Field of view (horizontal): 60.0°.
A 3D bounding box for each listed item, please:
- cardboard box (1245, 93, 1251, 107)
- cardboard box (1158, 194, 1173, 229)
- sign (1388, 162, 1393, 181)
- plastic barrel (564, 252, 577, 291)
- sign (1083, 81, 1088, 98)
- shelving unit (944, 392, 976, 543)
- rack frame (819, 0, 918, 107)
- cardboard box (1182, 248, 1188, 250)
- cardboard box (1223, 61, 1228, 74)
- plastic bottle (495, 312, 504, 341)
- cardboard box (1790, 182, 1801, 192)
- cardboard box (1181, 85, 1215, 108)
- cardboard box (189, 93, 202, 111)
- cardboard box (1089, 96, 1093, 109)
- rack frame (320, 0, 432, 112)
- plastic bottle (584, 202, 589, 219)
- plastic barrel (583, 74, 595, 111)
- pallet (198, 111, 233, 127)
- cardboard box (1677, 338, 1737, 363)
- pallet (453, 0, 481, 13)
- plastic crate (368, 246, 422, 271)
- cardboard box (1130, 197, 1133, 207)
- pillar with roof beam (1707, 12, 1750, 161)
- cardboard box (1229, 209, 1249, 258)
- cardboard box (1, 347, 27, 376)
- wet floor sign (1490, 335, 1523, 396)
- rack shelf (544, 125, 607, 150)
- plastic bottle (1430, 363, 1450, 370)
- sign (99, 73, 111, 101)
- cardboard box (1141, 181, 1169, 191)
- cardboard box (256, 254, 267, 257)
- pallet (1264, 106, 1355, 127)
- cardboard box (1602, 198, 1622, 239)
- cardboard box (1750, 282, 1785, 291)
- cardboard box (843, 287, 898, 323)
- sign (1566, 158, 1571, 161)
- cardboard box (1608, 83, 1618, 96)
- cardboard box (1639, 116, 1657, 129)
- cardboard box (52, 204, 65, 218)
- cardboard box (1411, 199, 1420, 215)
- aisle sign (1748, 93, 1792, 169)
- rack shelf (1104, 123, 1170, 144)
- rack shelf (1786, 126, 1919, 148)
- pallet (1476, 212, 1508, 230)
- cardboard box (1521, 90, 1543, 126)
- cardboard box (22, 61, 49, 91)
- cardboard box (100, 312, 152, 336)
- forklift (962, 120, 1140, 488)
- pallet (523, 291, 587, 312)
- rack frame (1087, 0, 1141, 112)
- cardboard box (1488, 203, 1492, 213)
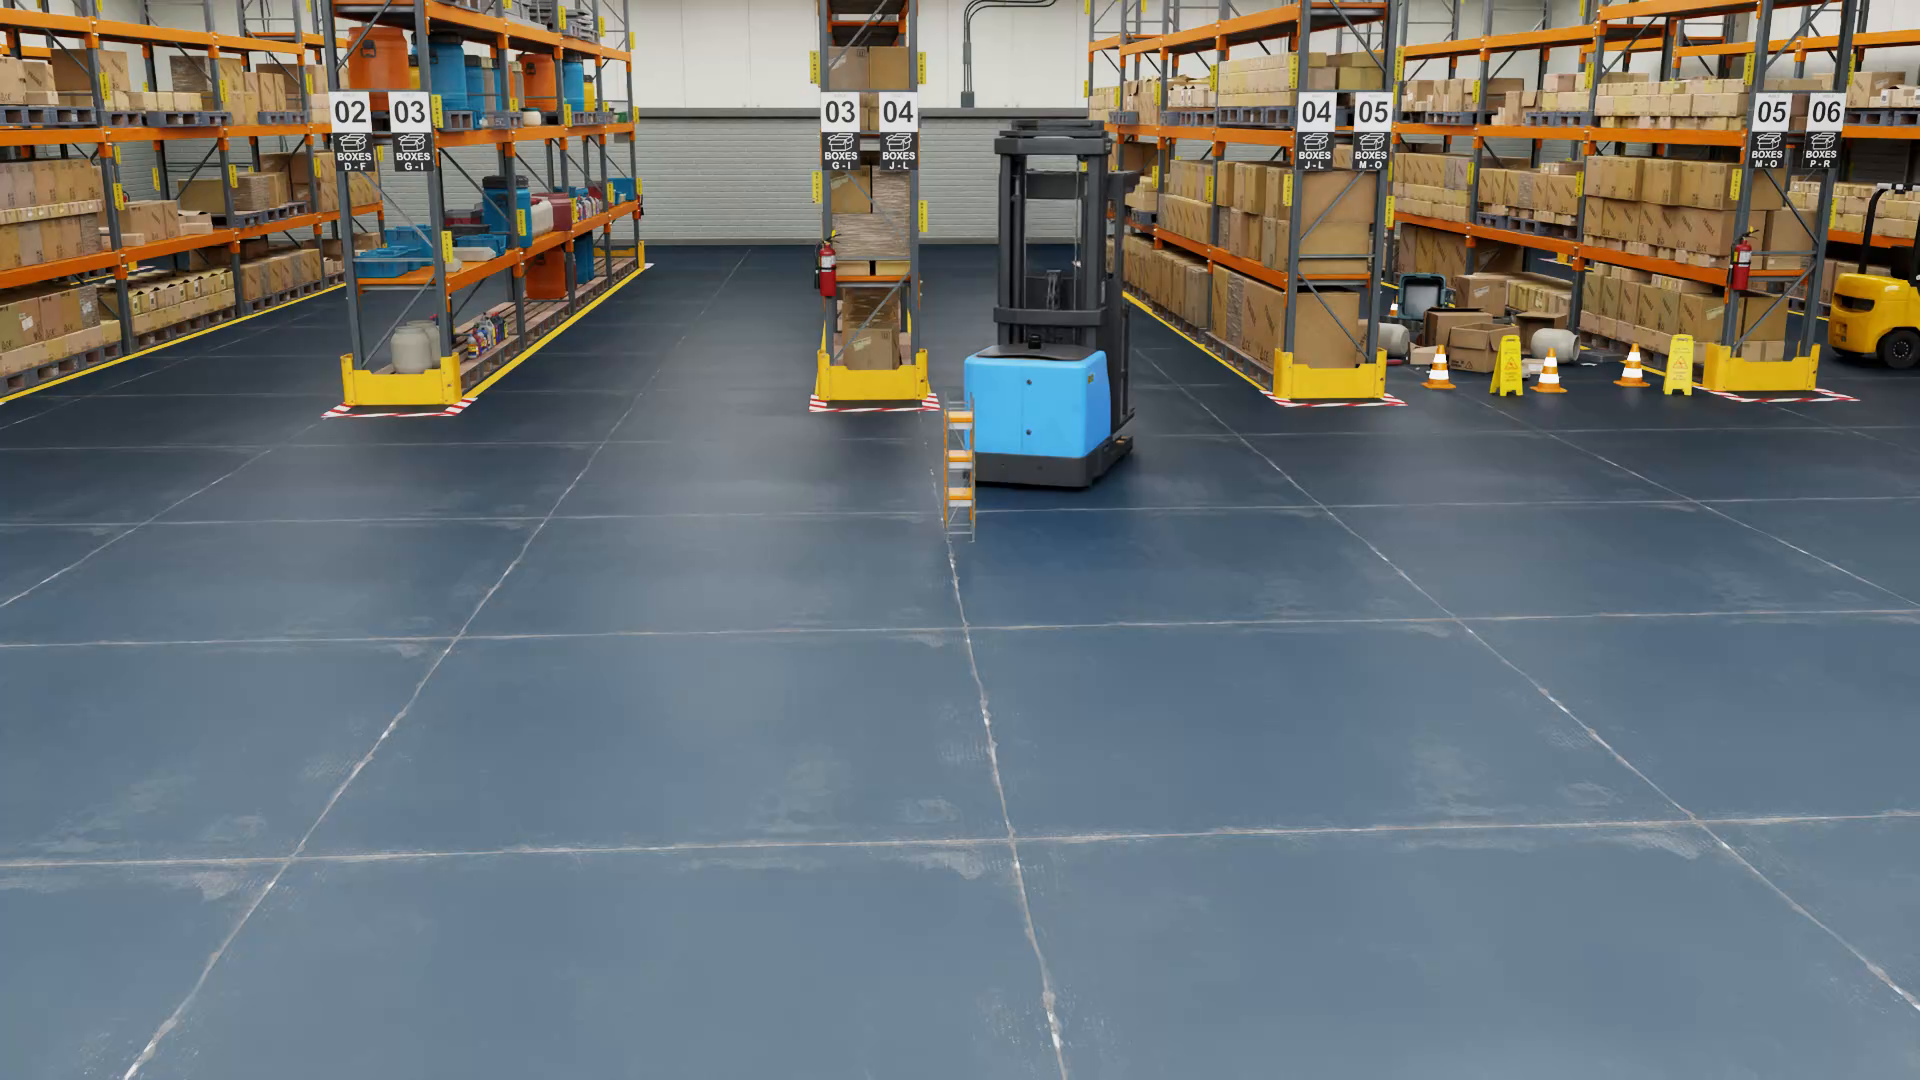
[{"bbox_3d":[3.547,-5.138,19.417,0.380,0.149,0.250,-1,14,-3],"label":"cardboard box"},{"bbox_3d":[3.280,-4.957,25.070,0.500,0.500,0.500,-1,14,-3],"label":"cardboard box"},{"bbox_3d":[7.655,-6.569,29.641,0.100,0.325,0.005,-1,14,-3],"label":"sign"},{"bbox_3d":[-6.495,-4.334,26.847,0.600,0.588,0.708,-1,14,-3],"label":"plastic barrel"},{"bbox_3d":[2.485,-8.881,32.750,0.100,0.325,0.005,-1,14,-3],"label":"sign"},{"bbox_3d":[-0.003,-0.522,11.947,0.215,1.050,0.252,-1,14,-3],"label":"shelving unit"},{"bbox_3d":[-0.939,-5.888,16.852,1.000,3.000,0.127,-1,14,-3],"label":"rack frame"},{"bbox_3d":[3.721,-4.555,26.379,0.500,0.250,0.500,-2,15,-6],"label":"cardboard box"},{"bbox_3d":[3.470,-5.839,20.541,0.380,0.149,0.250,-1,14,-4],"label":"cardboard box"},{"bbox_3d":[-5.803,-2.676,20.839,0.144,0.351,0.185,-1,14,-5],"label":"plastic bottle"},{"bbox_3d":[13.136,-5.482,25.810,0.380,0.149,0.250,0,14,-2],"label":"cardboard box"},{"bbox_3d":[3.410,-6.250,23.412,0.500,0.311,0.500,-1,14,-4],"label":"cardboard box"},{"bbox_3d":[-11.238,-6.292,23.899,0.500,0.250,0.500,-2,15,-8],"label":"cardboard box"},{"bbox_3d":[2.795,-8.520,32.399,0.500,0.250,0.500,-1,14,-3],"label":"cardboard box"},{"bbox_3d":[-5.882,-5.812,16.555,1.000,3.000,0.127,-1,14,-3],"label":"rack frame"},{"bbox_3d":[-6.202,-5.430,27.361,0.152,0.276,0.135,-1,14,-3],"label":"plastic bottle"},{"bbox_3d":[-6.367,-7.414,27.582,0.600,0.588,0.600,0,14,0],"label":"plastic barrel"},{"bbox_3d":[-11.191,-6.014,23.741,1.213,0.211,1.003,0,14,-1],"label":"pallet"},{"bbox_3d":[8.632,-2.211,19.273,0.500,0.250,0.500,-1,14,-4],"label":"cardboard box"},{"bbox_3d":[-5.973,-6.013,18.518,1.003,0.211,1.213,-1,14,-3],"label":"pallet"},{"bbox_3d":[-6.247,-3.116,18.415,0.499,0.251,0.408,-1,14,-3],"label":"plastic crate"},{"bbox_3d":[2.973,-5.476,26.951,0.380,0.149,0.250,-2,15,-6],"label":"cardboard box"},{"bbox_3d":[9.722,-9.224,29.816,9.100,9.000,0.400,-1,14,-3],"label":"pillar with roof beam"},{"bbox_3d":[3.777,-3.738,20.232,0.875,0.550,0.550,-1,14,-3],"label":"cardboard box"},{"bbox_3d":[-10.672,-1.964,18.314,0.500,0.250,0.500,-1,14,-3],"label":"cardboard box"},{"bbox_3d":[5.996,-1.918,18.184,0.267,0.644,0.232,-3,15,-13],"label":"wet floor sign"},{"bbox_3d":[-6.502,-6.498,26.685,1.077,0.370,4.000,-1,14,-3],"label":"rack shelf"},{"bbox_3d":[5.762,-2.096,20.051,0.133,0.061,0.283,-6,16,-23],"label":"plastic bottle"},{"bbox_3d":[-10.521,-5.576,20.462,0.100,0.325,0.005,-1,14,-3],"label":"sign"},{"bbox_3d":[3.034,-5.509,25.884,0.380,0.149,0.250,-1,15,-6],"label":"cardboard box"},{"bbox_3d":[-11.716,-4.437,27.384,0.500,0.500,0.500,-1,14,-3],"label":"cardboard box"},{"bbox_3d":[3.961,-4.628,18.154,1.003,0.211,1.213,-1,14,-3],"label":"pallet"},{"bbox_3d":[8.508,-4.085,21.086,0.500,0.500,0.500,-1,14,-4],"label":"cardboard box"},{"bbox_3d":[13.169,-4.298,26.884,0.500,0.500,0.500,0,14,-2],"label":"cardboard box"},{"bbox_3d":[-1.203,-3.133,22.318,0.700,0.500,0.500,-2,15,-8],"label":"cardboard box"},{"bbox_3d":[12.373,-7.603,33.821,0.100,0.325,0.005,-1,14,-3],"label":"sign"},{"bbox_3d":[8.443,-5.700,21.046,0.380,0.149,0.250,0,14,-2],"label":"cardboard box"},{"bbox_3d":[8.471,-5.058,20.151,0.380,0.149,0.250,-1,14,-5],"label":"cardboard box"},{"bbox_3d":[-10.782,-3.871,19.549,0.380,0.149,0.250,-1,14,-4],"label":"cardboard box"},{"bbox_3d":[8.022,-5.678,28.375,0.500,0.250,0.500,-1,14,-4],"label":"cardboard box"},{"bbox_3d":[8.666,-4.375,17.793,0.394,0.787,0.004,-1,14,-3],"label":"aisle sign"},{"bbox_3d":[3.150,-7.620,31.048,1.077,0.370,4.000,-1,14,-3],"label":"rack shelf"},{"bbox_3d":[13.534,-5.810,24.012,1.077,0.370,4.000,-1,14,-3],"label":"rack shelf"},{"bbox_3d":[8.607,-4.857,25.269,1.213,0.211,1.003,-1,14,-3],"label":"pallet"},{"bbox_3d":[8.579,-6.249,24.068,0.797,0.503,0.637,-1,14,-3],"label":"cardboard box"},{"bbox_3d":[-11.306,-5.469,19.917,0.500,0.500,0.500,0,14,1],"label":"cardboard box"},{"bbox_3d":[-10.852,-2.802,21.571,0.500,0.250,0.500,-1,14,-5],"label":"cardboard box"},{"bbox_3d":[0.934,-2.168,14.572,1.130,2.935,3.031,4,15,16],"label":"forklift"},{"bbox_3d":[-6.469,-3.741,26.143,1.003,0.211,1.213,-1,14,-3],"label":"pallet"},{"bbox_3d":[3.026,-9.919,32.518,1.000,3.000,0.127,-1,14,-3],"label":"rack frame"},{"bbox_3d":[8.275,-5.053,25.306,0.380,0.149,0.250,-2,15,-7],"label":"cardboard box"}]
